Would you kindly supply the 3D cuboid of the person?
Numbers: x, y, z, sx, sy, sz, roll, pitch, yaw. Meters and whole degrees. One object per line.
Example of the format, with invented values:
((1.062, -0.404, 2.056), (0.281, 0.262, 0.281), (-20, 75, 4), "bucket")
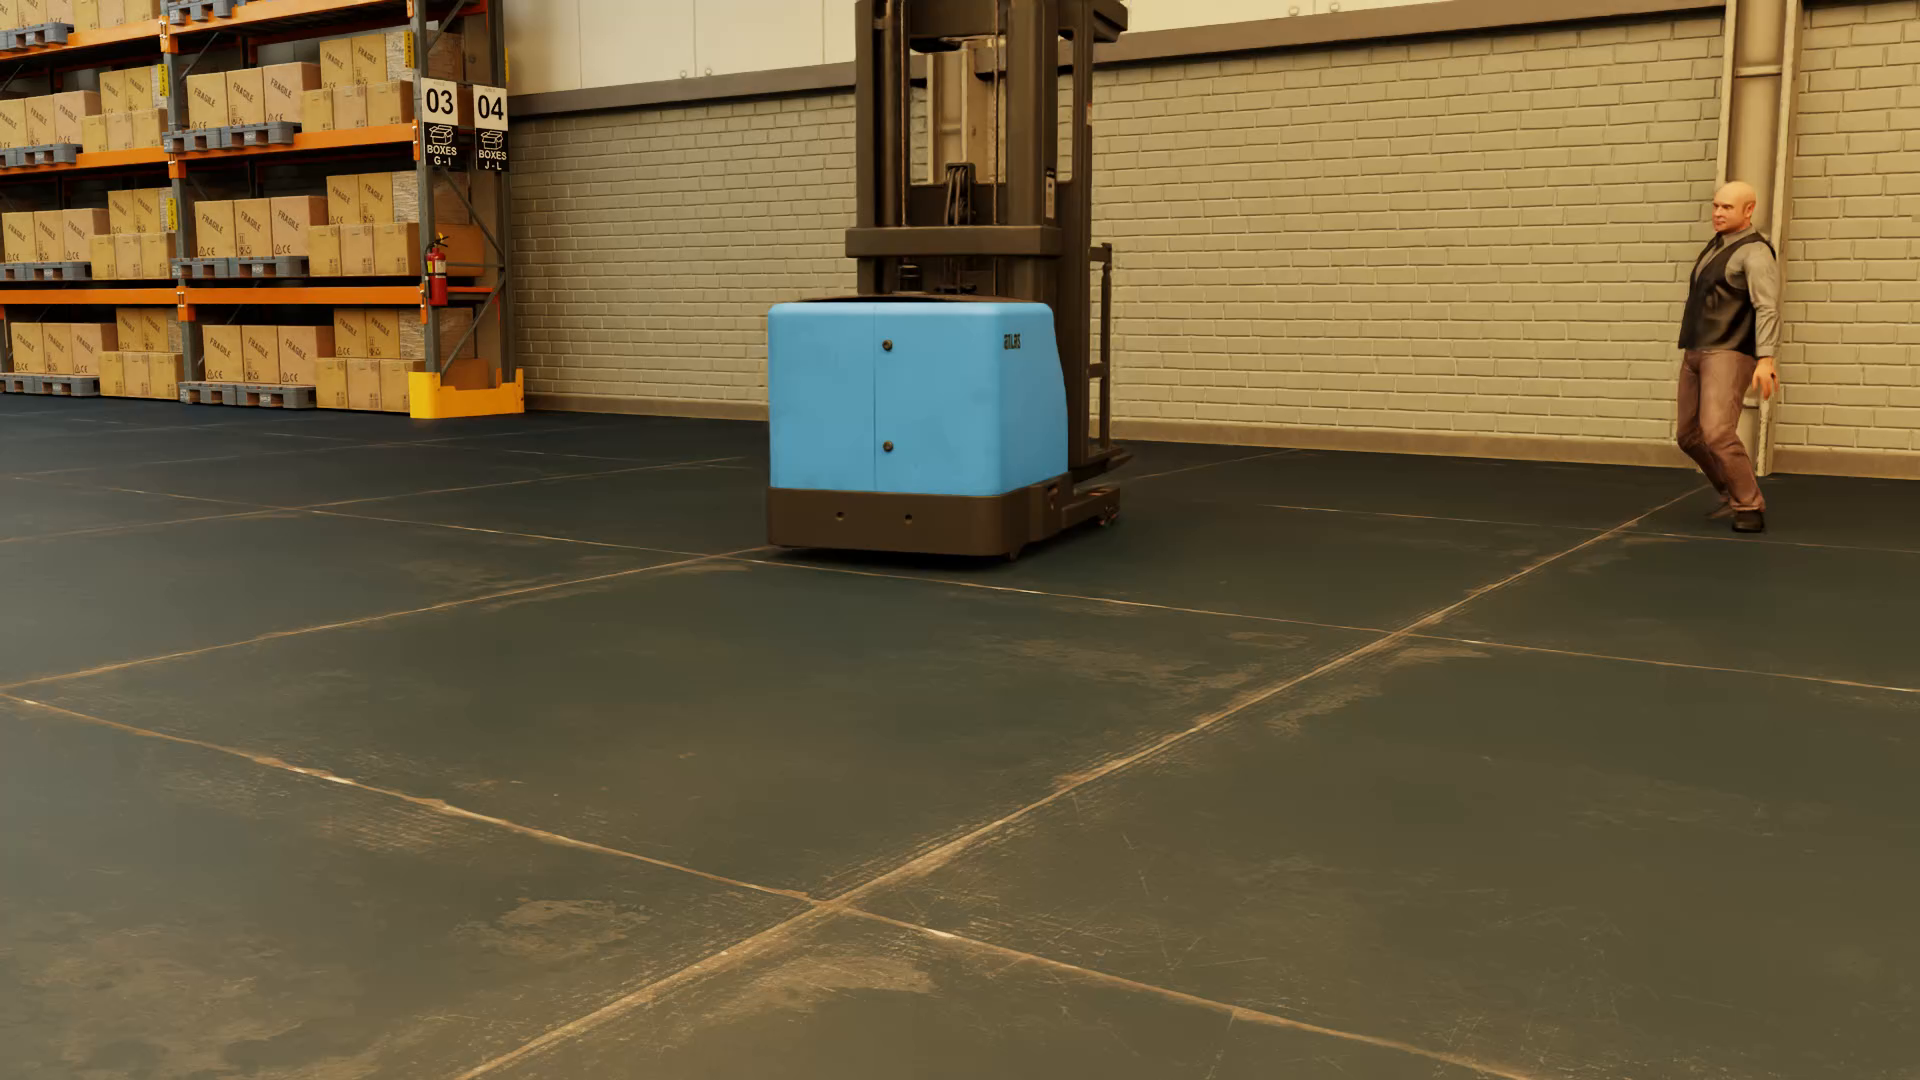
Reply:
((3.781, -0.888, 8.150), (0.483, 1.689, 0.873), (0, 8, 1), "person")

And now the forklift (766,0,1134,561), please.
((0.160, -1.536, 7.996), (1.130, 2.935, 3.031), (3, 9, 19), "forklift")
